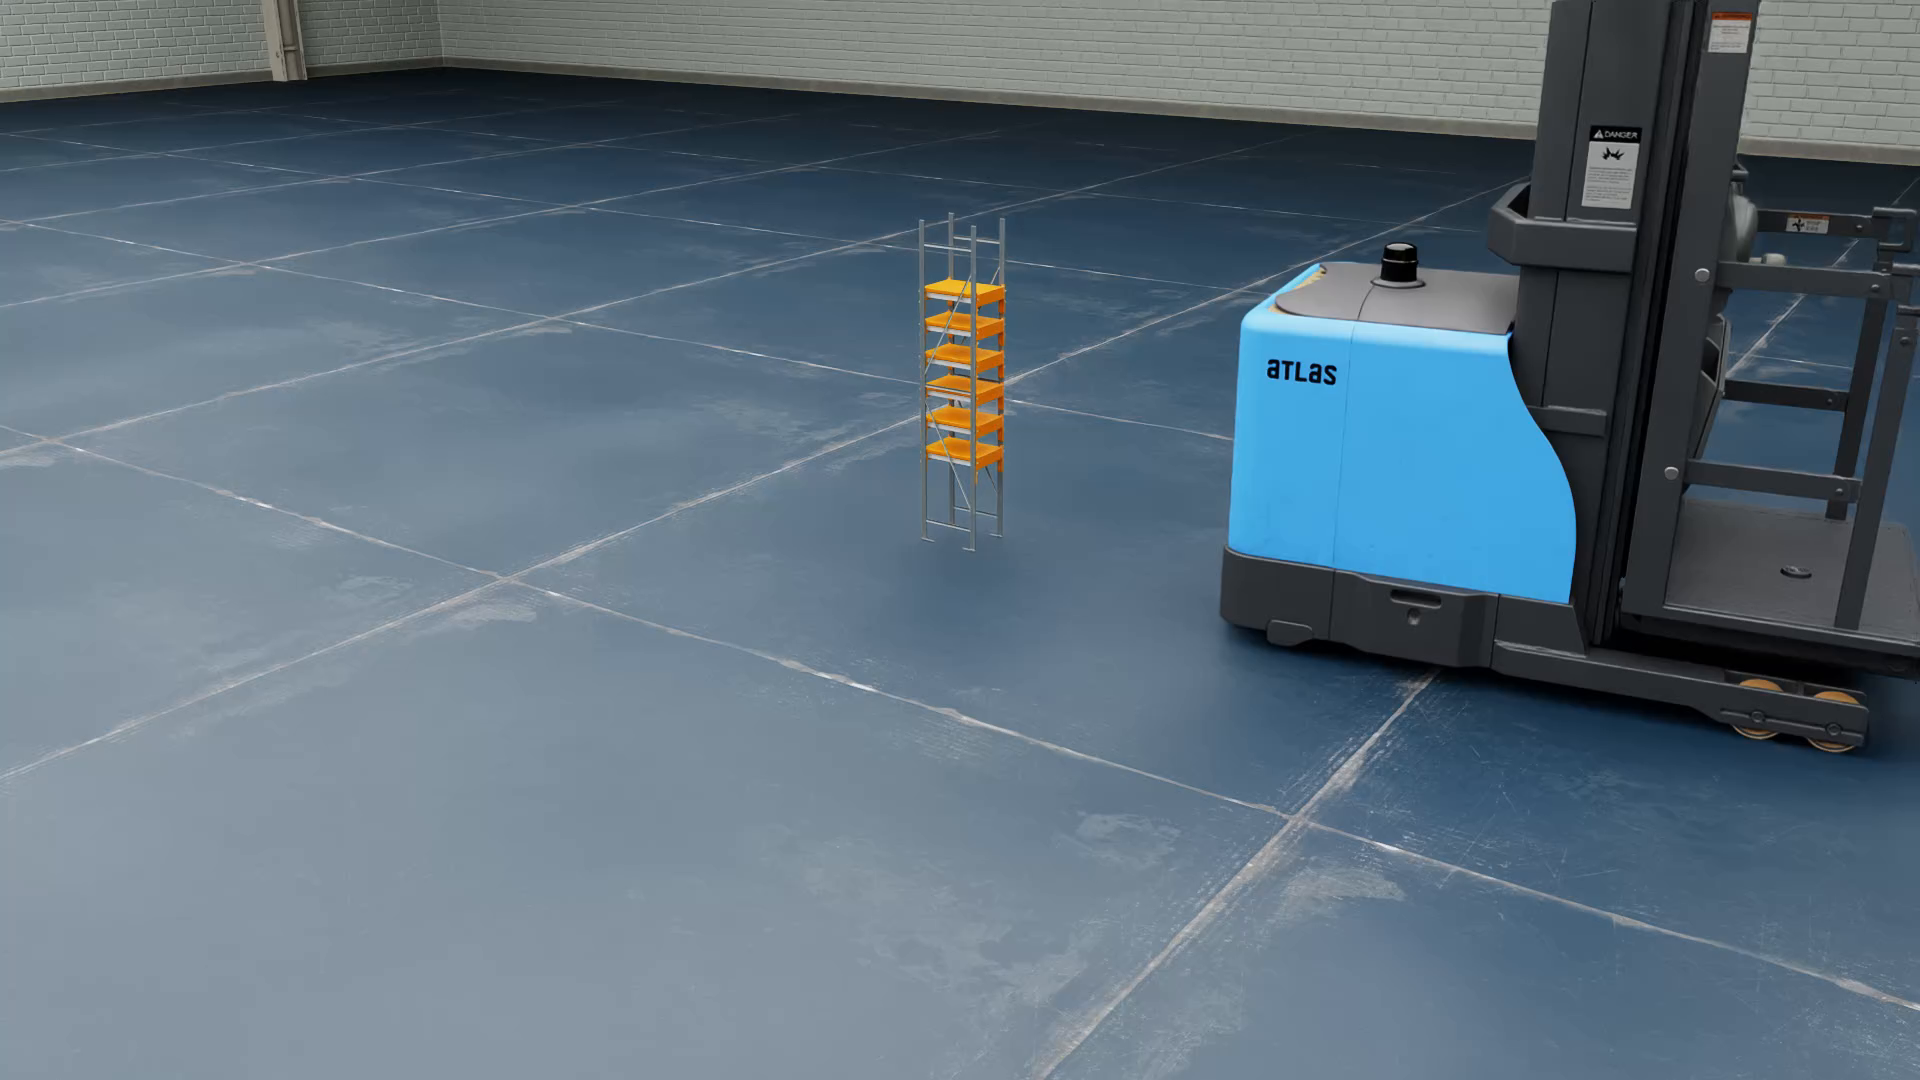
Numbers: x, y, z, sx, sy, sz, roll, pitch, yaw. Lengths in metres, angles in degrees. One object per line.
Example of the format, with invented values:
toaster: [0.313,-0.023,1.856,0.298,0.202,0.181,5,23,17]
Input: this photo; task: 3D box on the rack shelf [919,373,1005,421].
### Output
rack shelf: [0.008,-0.525,6.083,0.258,0.103,0.180,13,24,32]

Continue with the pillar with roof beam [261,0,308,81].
pillar with roof beam: [-6.455,-10.258,21.027,9.100,9.000,0.400,13,24,32]

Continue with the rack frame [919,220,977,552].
rack frame: [-0.043,-0.541,5.997,0.240,1.200,0.006,13,24,32]

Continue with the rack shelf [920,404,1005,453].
rack shelf: [0.008,-0.413,6.125,0.258,0.103,0.180,13,24,32]

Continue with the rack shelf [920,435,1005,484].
rack shelf: [0.008,-0.300,6.167,0.258,0.103,0.180,13,24,32]

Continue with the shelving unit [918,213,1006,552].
shelving unit: [0.008,-0.567,6.068,0.258,1.200,0.189,13,24,32]

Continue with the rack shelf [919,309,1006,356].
rack shelf: [0.008,-0.750,6.000,0.258,0.103,0.180,13,24,32]

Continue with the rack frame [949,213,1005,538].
rack frame: [0.060,-0.593,6.139,0.240,1.200,0.006,13,24,32]

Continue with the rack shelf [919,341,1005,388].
rack shelf: [0.008,-0.638,6.042,0.258,0.103,0.180,13,24,32]

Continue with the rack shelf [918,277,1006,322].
rack shelf: [0.008,-0.863,5.959,0.258,0.103,0.180,13,24,32]

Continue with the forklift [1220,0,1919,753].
forklift: [2.404,-0.990,4.716,3.031,2.935,1.130,9,22,23]
